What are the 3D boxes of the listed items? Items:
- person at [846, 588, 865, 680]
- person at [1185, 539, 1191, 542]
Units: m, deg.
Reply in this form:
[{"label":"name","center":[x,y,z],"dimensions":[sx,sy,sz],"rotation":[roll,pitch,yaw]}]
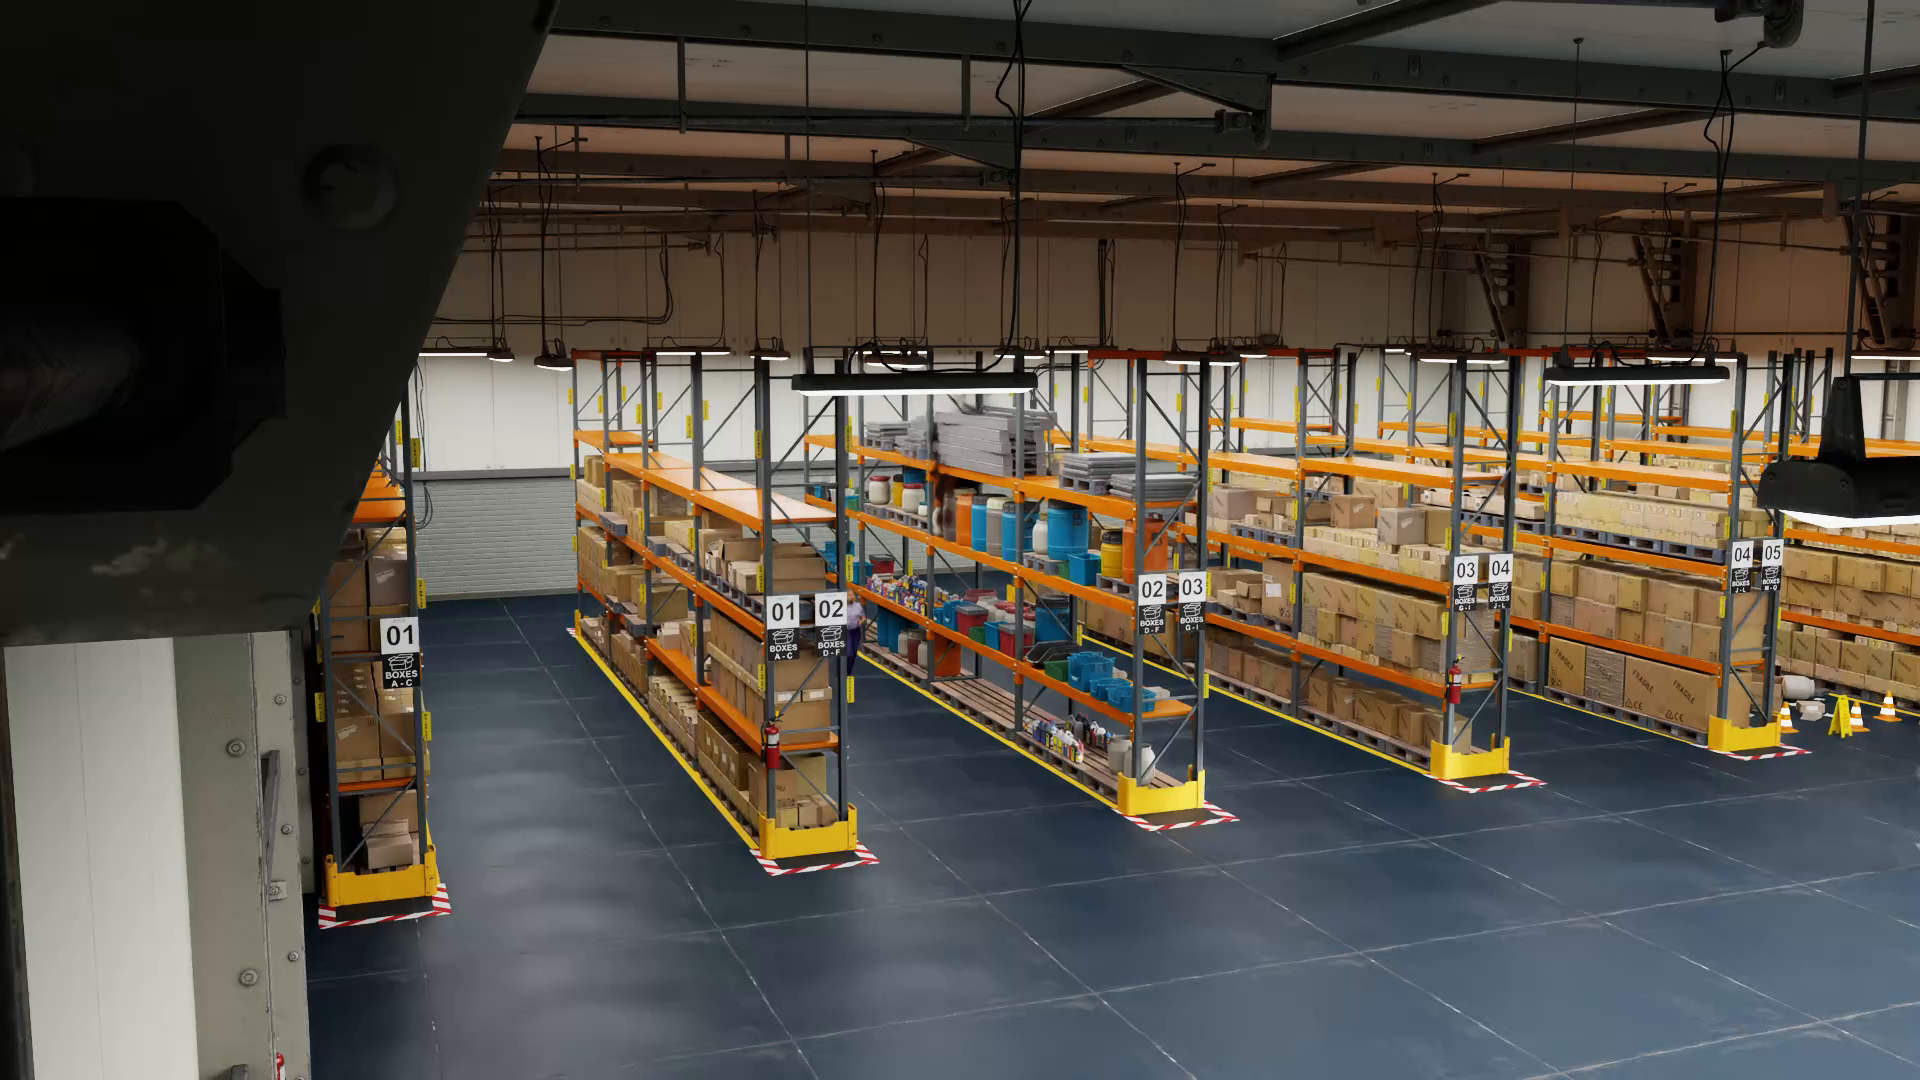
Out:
[{"label":"person","center":[-1.897,1.690,28.743],"dimensions":[0.582,1.680,0.637],"rotation":[-4,8,-29]},{"label":"person","center":[5.187,0.768,38.432],"dimensions":[0.617,1.629,0.684],"rotation":[-1,7,-6]}]
